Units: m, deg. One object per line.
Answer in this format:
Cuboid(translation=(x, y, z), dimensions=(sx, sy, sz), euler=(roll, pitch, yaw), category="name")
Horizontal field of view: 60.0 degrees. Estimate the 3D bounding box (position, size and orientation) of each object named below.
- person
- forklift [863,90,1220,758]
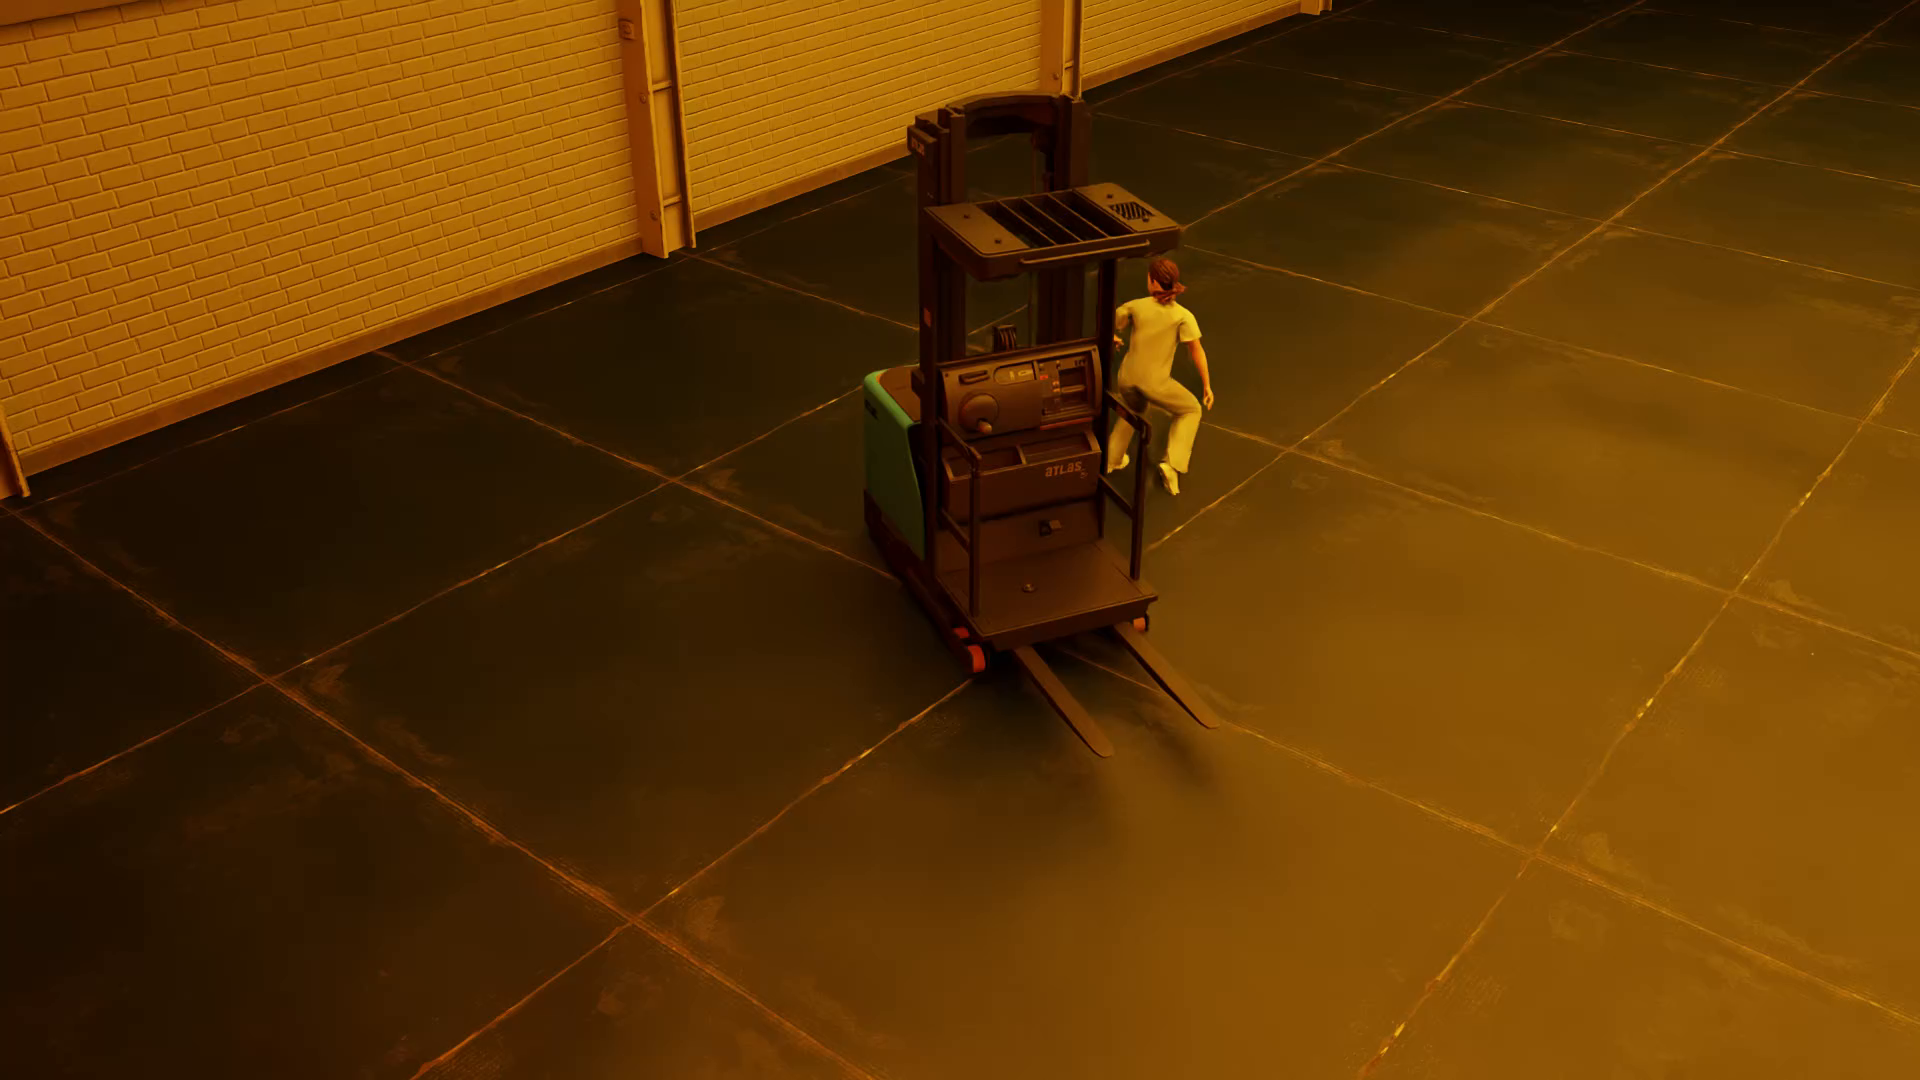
Cuboid(translation=(1.302, -1.051, 10.867), dimensions=(0.885, 1.549, 0.460), euler=(17, 34, 26), category="person")
Cuboid(translation=(0.429, -0.766, 8.906), dimensions=(1.130, 2.935, 3.031), euler=(-12, 32, -20), category="forklift")
